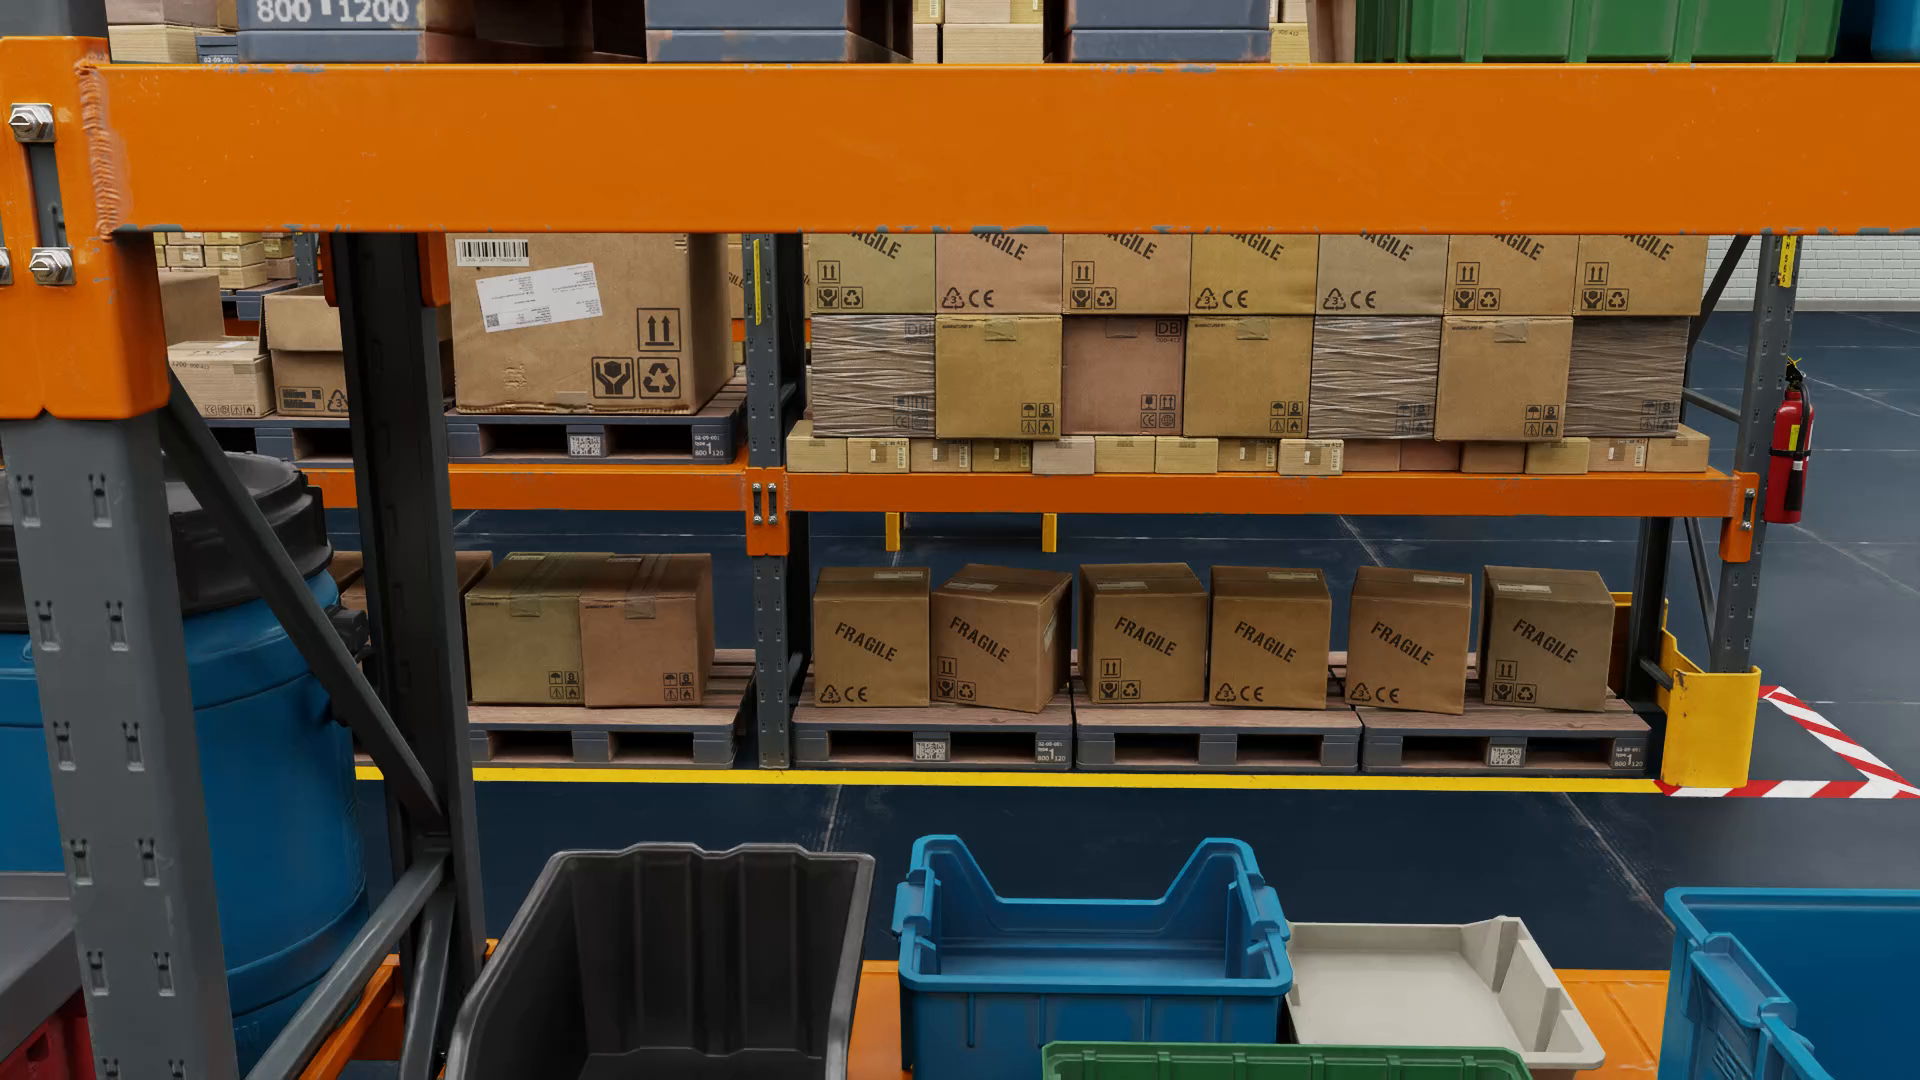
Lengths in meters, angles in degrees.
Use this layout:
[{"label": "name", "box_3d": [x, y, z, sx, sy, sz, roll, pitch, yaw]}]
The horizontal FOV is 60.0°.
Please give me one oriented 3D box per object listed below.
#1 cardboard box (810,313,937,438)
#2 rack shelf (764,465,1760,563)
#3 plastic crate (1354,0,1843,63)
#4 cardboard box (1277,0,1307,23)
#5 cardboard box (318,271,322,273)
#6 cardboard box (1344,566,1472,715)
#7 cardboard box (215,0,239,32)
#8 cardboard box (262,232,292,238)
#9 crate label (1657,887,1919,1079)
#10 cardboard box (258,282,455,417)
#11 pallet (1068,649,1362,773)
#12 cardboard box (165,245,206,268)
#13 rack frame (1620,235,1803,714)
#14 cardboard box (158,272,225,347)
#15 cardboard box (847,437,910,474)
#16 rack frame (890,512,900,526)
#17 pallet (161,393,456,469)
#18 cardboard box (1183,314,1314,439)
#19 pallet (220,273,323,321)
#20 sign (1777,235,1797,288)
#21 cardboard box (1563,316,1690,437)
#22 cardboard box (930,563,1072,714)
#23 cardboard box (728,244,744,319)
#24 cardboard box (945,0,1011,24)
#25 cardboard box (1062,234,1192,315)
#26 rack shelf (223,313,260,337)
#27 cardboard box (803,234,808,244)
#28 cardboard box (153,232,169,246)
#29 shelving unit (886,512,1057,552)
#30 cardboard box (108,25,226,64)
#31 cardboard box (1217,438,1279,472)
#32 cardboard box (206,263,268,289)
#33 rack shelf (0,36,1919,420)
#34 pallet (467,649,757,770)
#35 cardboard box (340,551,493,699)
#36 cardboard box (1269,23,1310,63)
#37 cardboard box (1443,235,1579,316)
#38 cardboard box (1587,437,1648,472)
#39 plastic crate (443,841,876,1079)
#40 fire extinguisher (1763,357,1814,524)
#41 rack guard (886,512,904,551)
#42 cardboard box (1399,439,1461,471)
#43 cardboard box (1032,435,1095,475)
[{"label": "cardboard box", "box_3d": [-0.335, -0.766, 7.083, 0.500, 0.500, 0.875, 0, 15, 1]}, {"label": "rack shelf", "box_3d": [1.216, -0.231, 7.247, 4.000, 0.370, 1.077, 0, 15, 1]}, {"label": "plastic crate", "box_3d": [0.661, -0.597, 1.759, 0.450, 0.188, 0.336, 0, 15, 1]}, {"label": "cardboard box", "box_3d": [1.357, -2.083, 6.487, 0.250, 0.149, 0.380, 0, 15, -1]}, {"label": "cardboard box", "box_3d": [-6.109, -2.354, 17.223, 0.875, 0.875, 0.875, 1, 15, 2]}, {"label": "cardboard box", "box_3d": [1.993, 0.436, 7.384, 0.500, 0.500, 0.500, 4, 15, 16]}, {"label": "cardboard box", "box_3d": [-3.291, -2.412, 7.045, 0.500, 0.500, 0.500, 1, 15, 2]}, {"label": "cardboard box", "box_3d": [-5.016, -2.304, 12.196, 0.250, 0.149, 0.380, 0, 15, 2]}, {"label": "crate label", "box_3d": [1.242, 0.737, 2.098, 0.616, 0.435, 0.502, 0, 15, 1]}, {"label": "cardboard box", "box_3d": [-2.519, -0.833, 7.091, 0.637, 0.503, 0.797, 2, 15, 7]}, {"label": "pallet", "box_3d": [1.112, 0.759, 7.550, 1.213, 0.211, 1.003, 0, 15, 1]}, {"label": "cardboard box", "box_3d": [-5.327, -1.996, 11.613, 0.250, 0.149, 0.380, 1, 15, 4]}, {"label": "rack frame", "box_3d": [3.215, -0.566, 7.106, 0.127, 3.000, 1.000, 0, 15, 1]}, {"label": "cardboard box", "box_3d": [-3.681, -0.898, 7.345, 0.500, 0.500, 0.700, 3, 15, 10]}, {"label": "cardboard box", "box_3d": [-0.326, -0.388, 6.922, 0.250, 0.149, 0.380, 0, 15, 1]}, {"label": "rack frame", "box_3d": [-0.423, -0.728, 10.659, 0.032, 1.500, 0.500, 0, 15, 1]}, {"label": "pallet", "box_3d": [-2.802, -0.523, 7.318, 1.213, 0.211, 1.003, 0, 15, 1]}, {"label": "cardboard box", "box_3d": [1.165, -0.762, 7.069, 0.500, 0.500, 0.875, 0, 15, 1]}, {"label": "pallet", "box_3d": [-5.269, -1.767, 12.034, 1.003, 0.211, 1.213, 0, 15, 1]}, {"label": "sign", "box_3d": [3.181, -1.137, 6.382, 0.005, 0.325, 0.100, 0, 15, 1]}, {"label": "cardboard box", "box_3d": [2.666, -0.769, 7.095, 0.500, 0.500, 0.875, 0, 15, 1]}, {"label": "cardboard box", "box_3d": [0.188, 0.428, 7.414, 0.500, 0.500, 0.500, 5, 16, 19]}, {"label": "cardboard box", "box_3d": [-1.589, -1.843, 11.750, 0.500, 0.500, 0.500, 0, 15, 1]}, {"label": "cardboard box", "box_3d": [0.073, -2.090, 6.516, 0.250, 0.149, 0.380, 0, 15, 2]}, {"label": "cardboard box", "box_3d": [0.660, -1.194, 6.745, 0.500, 0.500, 0.500, 0, 15, 1]}, {"label": "rack shelf", "box_3d": [-6.554, -1.548, 12.236, 4.000, 0.370, 1.077, 0, 15, 1]}, {"label": "cardboard box", "box_3d": [-1.052, -2.390, 11.862, 0.500, 0.500, 0.700, 0, 15, 0]}, {"label": "cardboard box", "box_3d": [-5.569, -2.142, 11.581, 0.250, 0.149, 0.380, 1, 15, 3]}, {"label": "shelving unit", "box_3d": [0.076, -0.725, 10.647, 1.083, 1.500, 0.587, 0, 15, 1]}, {"label": "cardboard box", "box_3d": [-3.291, -1.924, 6.666, 0.500, 0.250, 0.500, 1, 15, 3]}, {"label": "cardboard box", "box_3d": [1.175, -0.396, 6.954, 0.250, 0.149, 0.380, 0, 15, 1]}, {"label": "cardboard box", "box_3d": [-5.059, -1.850, 11.641, 0.250, 0.149, 0.380, 1, 15, 2]}, {"label": "rack shelf", "box_3d": [1.090, -0.419, 2.077, 4.000, 0.370, 1.077, 0, 15, 1]}, {"label": "pallet", "box_3d": [-1.562, 0.751, 7.578, 1.213, 0.211, 1.003, 0, 15, 1]}, {"label": "cardboard box", "box_3d": [-2.432, 0.383, 7.546, 0.500, 0.500, 0.700, -1, 15, -3]}, {"label": "cardboard box", "box_3d": [1.213, -1.892, 6.546, 0.500, 0.250, 0.500, 0, 15, 0]}, {"label": "cardboard box", "box_3d": [2.159, -1.184, 6.709, 0.500, 0.500, 0.500, 0, 15, 1]}, {"label": "cardboard box", "box_3d": [2.675, -0.396, 6.952, 0.250, 0.149, 0.380, 0, 15, 1]}, {"label": "plastic crate", "box_3d": [-0.390, 0.737, 2.289, 0.504, 0.338, 0.767, 0, 15, 1]}, {"label": "fire extinguisher", "box_3d": [3.318, -0.410, 6.667, 0.183, 0.674, 0.296, 0, 15, 1]}, {"label": "rack guard", "box_3d": [-0.422, -0.124, 10.819, 0.087, 0.250, 0.587, 0, 15, 1]}, {"label": "cardboard box", "box_3d": [1.926, -0.402, 6.976, 0.250, 0.149, 0.380, 0, 15, 1]}, {"label": "cardboard box", "box_3d": [0.423, -0.382, 6.899, 0.250, 0.149, 0.380, 0, 15, 1]}]
